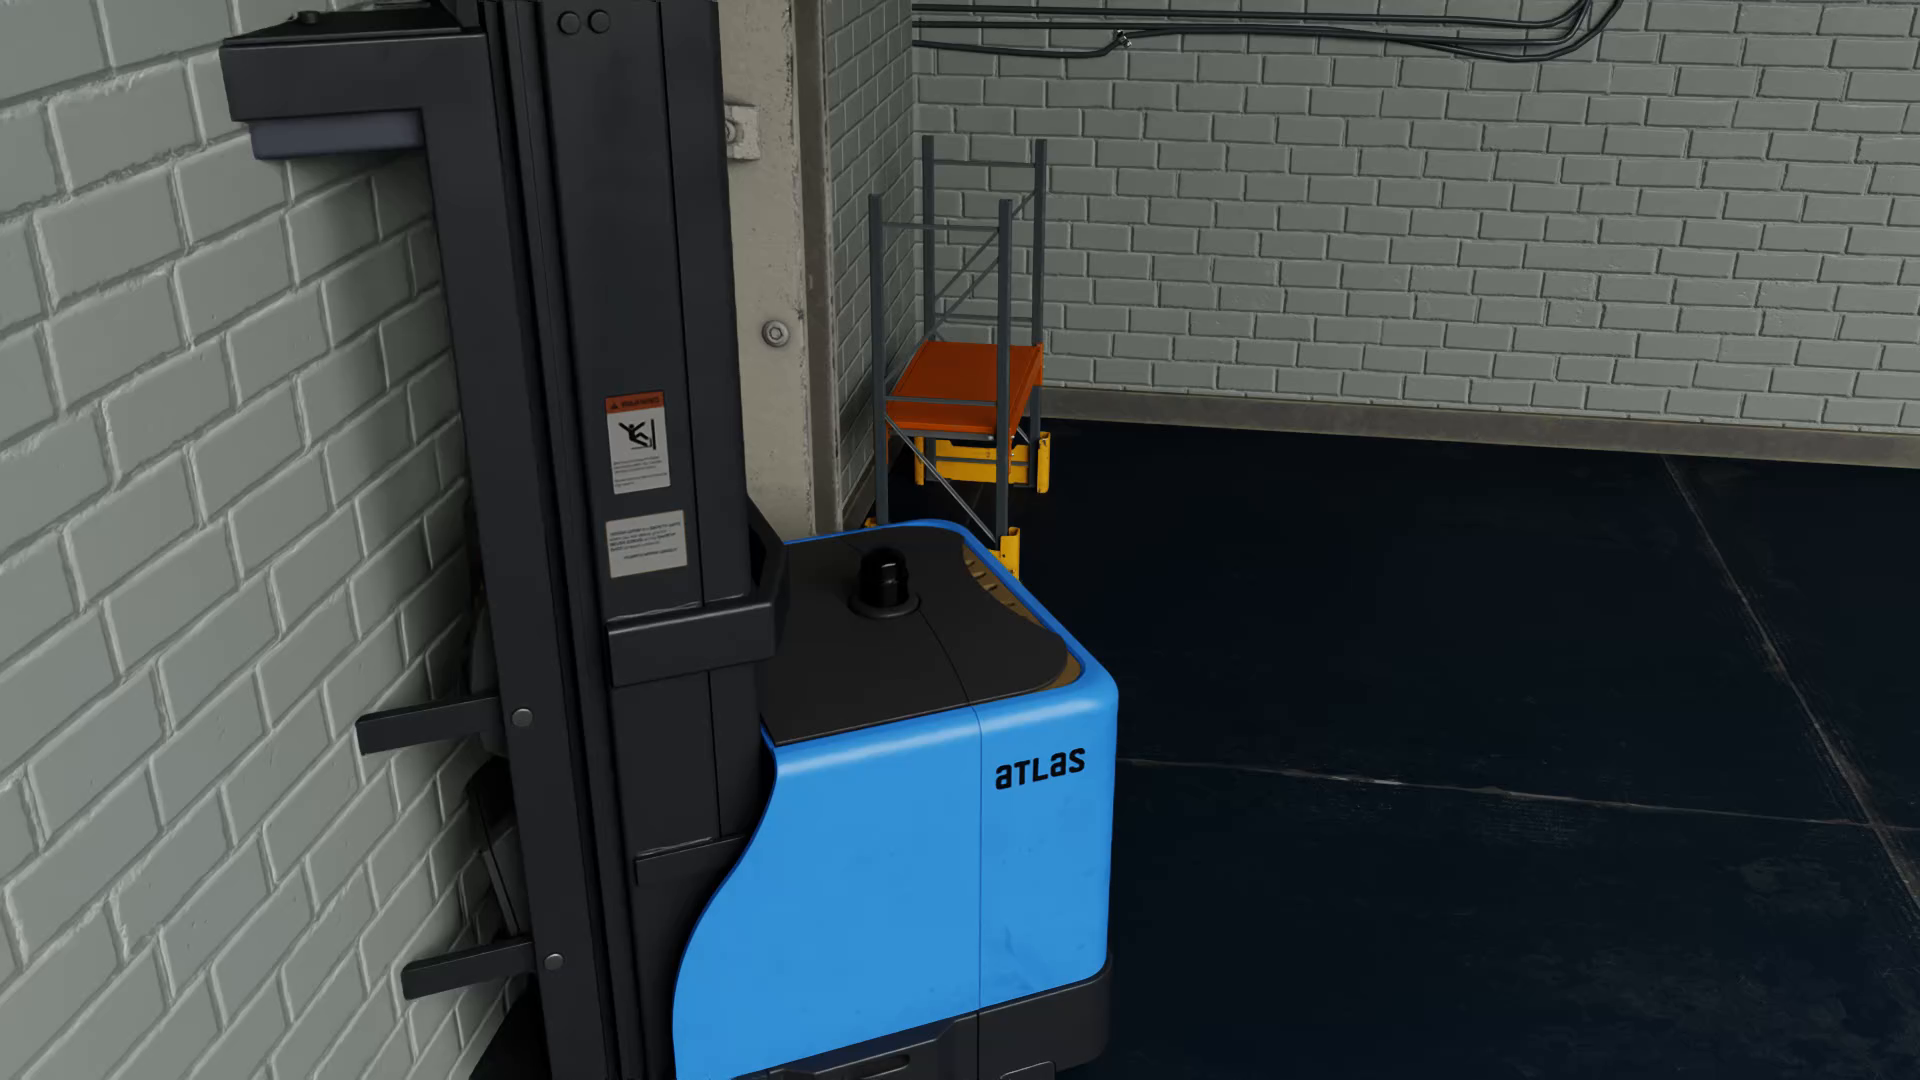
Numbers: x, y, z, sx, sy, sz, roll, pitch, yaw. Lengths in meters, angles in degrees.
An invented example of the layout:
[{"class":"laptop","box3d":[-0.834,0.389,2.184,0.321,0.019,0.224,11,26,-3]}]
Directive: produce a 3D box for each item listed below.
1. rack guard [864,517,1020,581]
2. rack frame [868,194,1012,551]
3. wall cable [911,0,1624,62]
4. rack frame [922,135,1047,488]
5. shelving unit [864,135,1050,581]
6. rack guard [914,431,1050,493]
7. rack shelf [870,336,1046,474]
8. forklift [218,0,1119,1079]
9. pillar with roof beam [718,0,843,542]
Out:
[{"class":"rack guard","box3d":[-0.069,0.063,6.320,0.587,0.250,0.087,4,25,9]},{"class":"rack frame","box3d":[-0.069,-0.502,6.054,0.500,1.500,0.032,4,25,9]},{"class":"wall cable","box3d":[1.230,-3.190,6.613,3.097,2.526,0.112,4,25,9]},{"class":"rack frame","box3d":[0.097,-0.928,6.962,0.500,1.500,0.032,4,25,9]},{"class":"shelving unit","box3d":[0.012,-0.711,6.500,0.587,1.500,1.083,4,25,9]},{"class":"rack guard","box3d":[0.094,-0.353,7.210,0.587,0.250,0.087,4,25,9]},{"class":"rack shelf","box3d":[0.014,-0.552,6.585,0.538,0.185,1.000,4,25,9]},{"class":"forklift","box3d":[-1.209,-0.003,3.300,3.031,2.935,1.130,-10,27,-20]},{"class":"pillar with roof beam","box3d":[3.691,-3.158,2.881,9.100,9.000,0.400,4,25,9]}]
